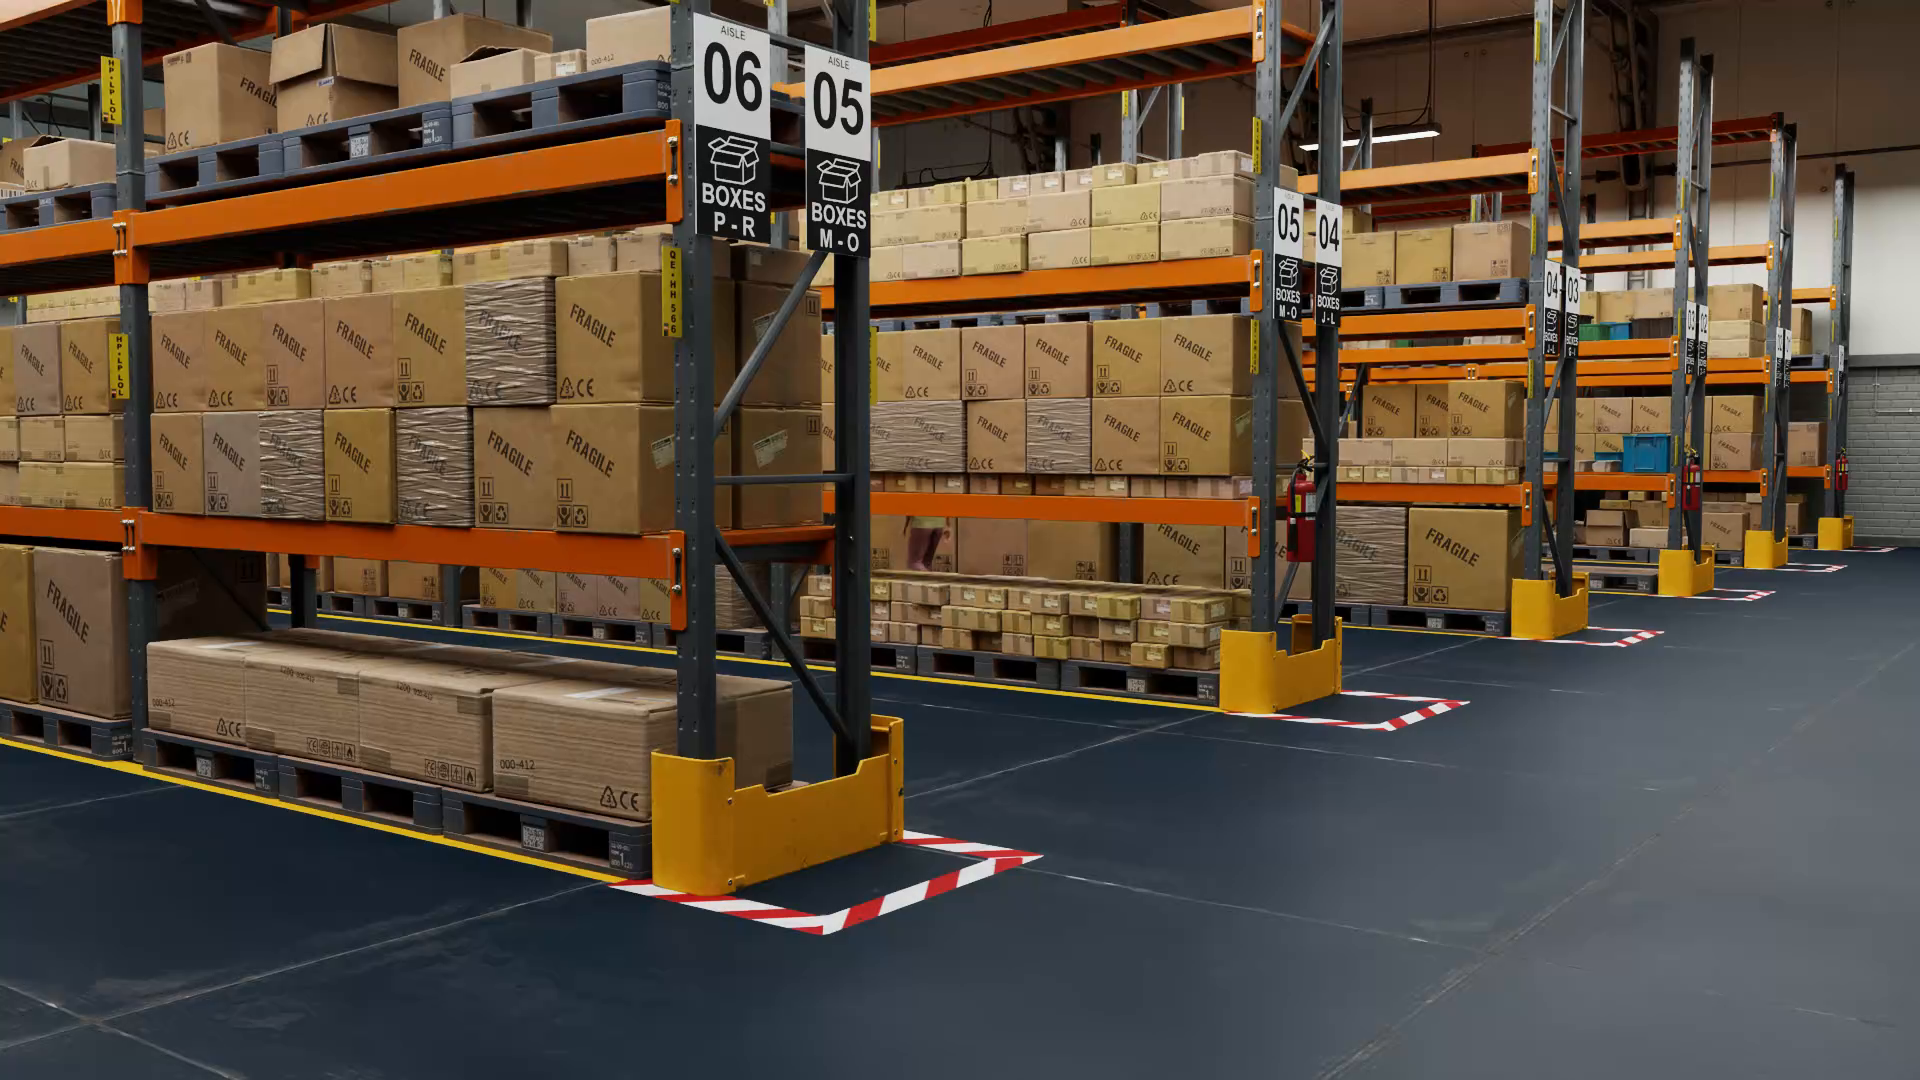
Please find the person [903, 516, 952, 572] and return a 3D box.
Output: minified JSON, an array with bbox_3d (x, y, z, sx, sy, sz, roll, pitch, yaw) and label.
[{"bbox_3d":[-0.418,-0.122,16.615,0.467,1.629,0.774,-3,4,-38],"label":"person"}]
